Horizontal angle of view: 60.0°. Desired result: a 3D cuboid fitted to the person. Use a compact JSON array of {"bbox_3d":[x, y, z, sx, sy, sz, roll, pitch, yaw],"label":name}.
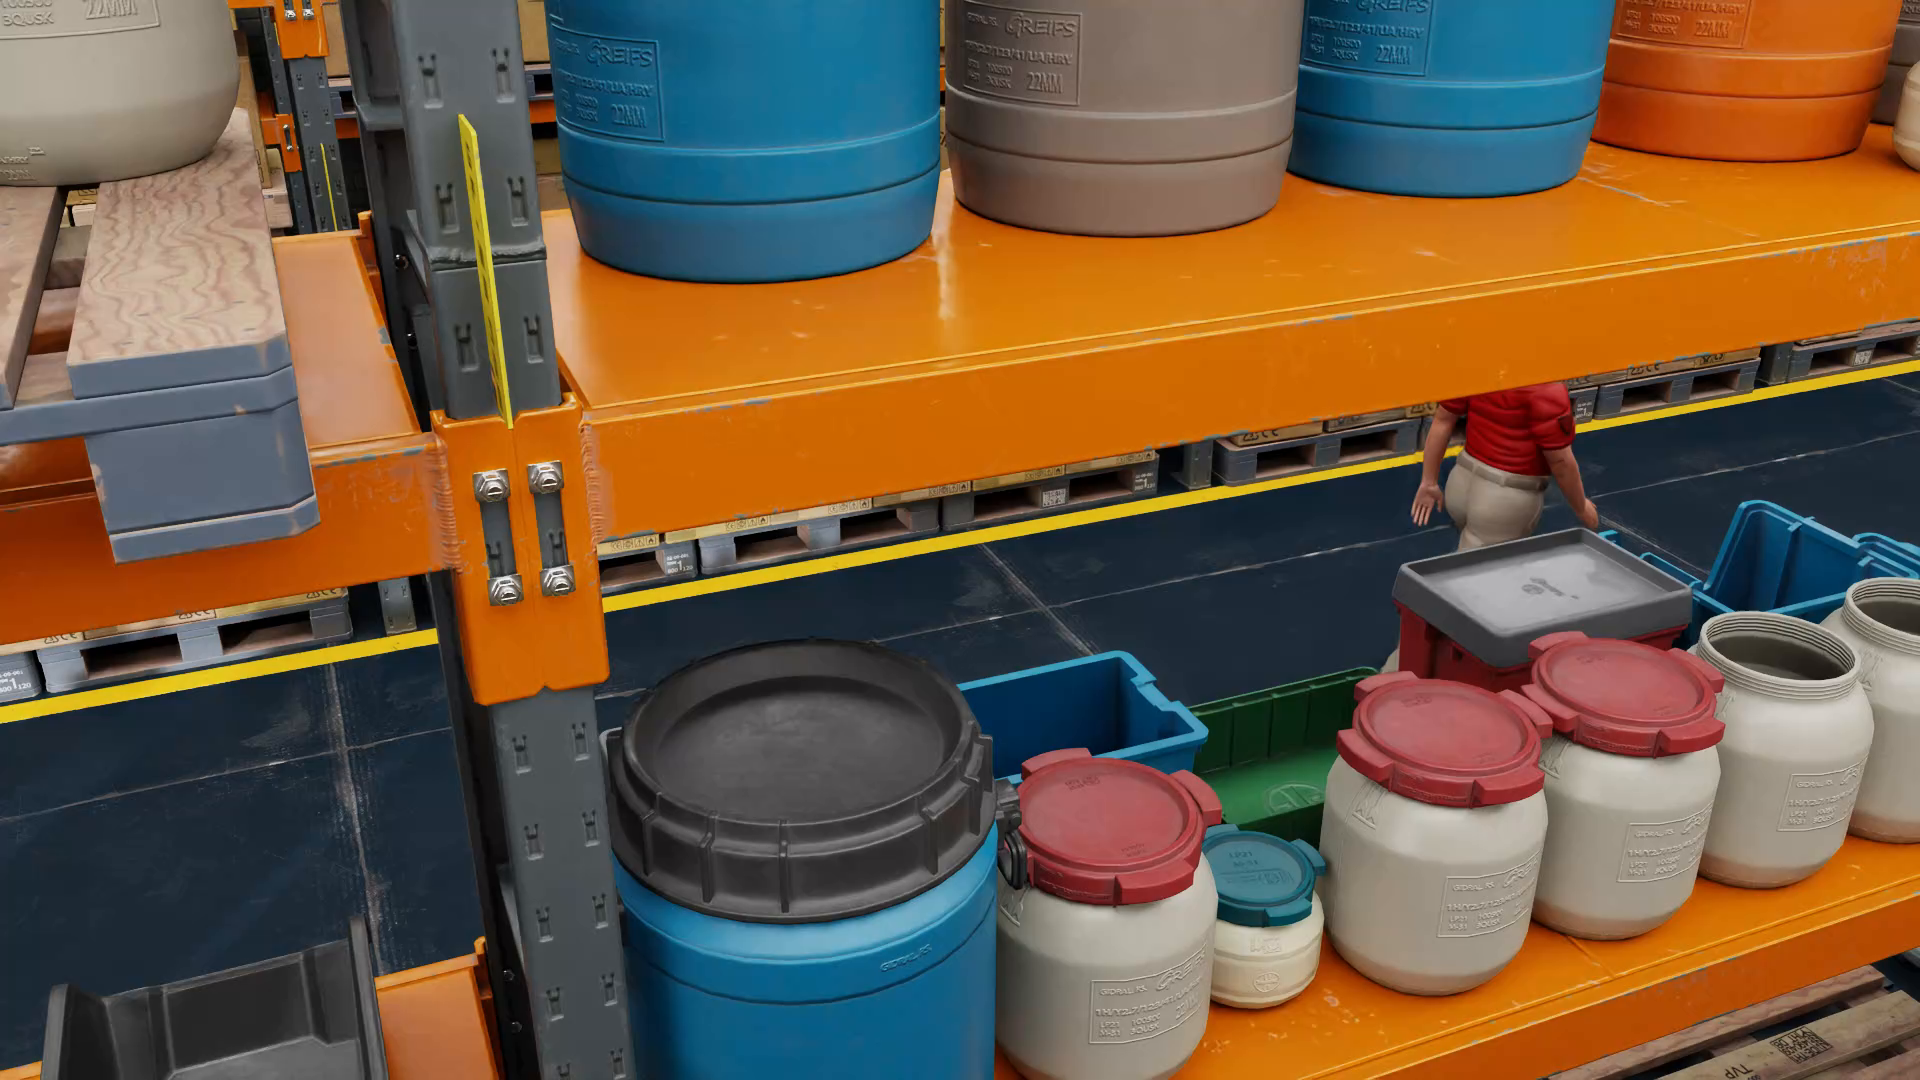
[{"bbox_3d":[2.140,-0.176,6.496,1.089,1.662,0.564,-10,27,-19],"label":"person"}]
